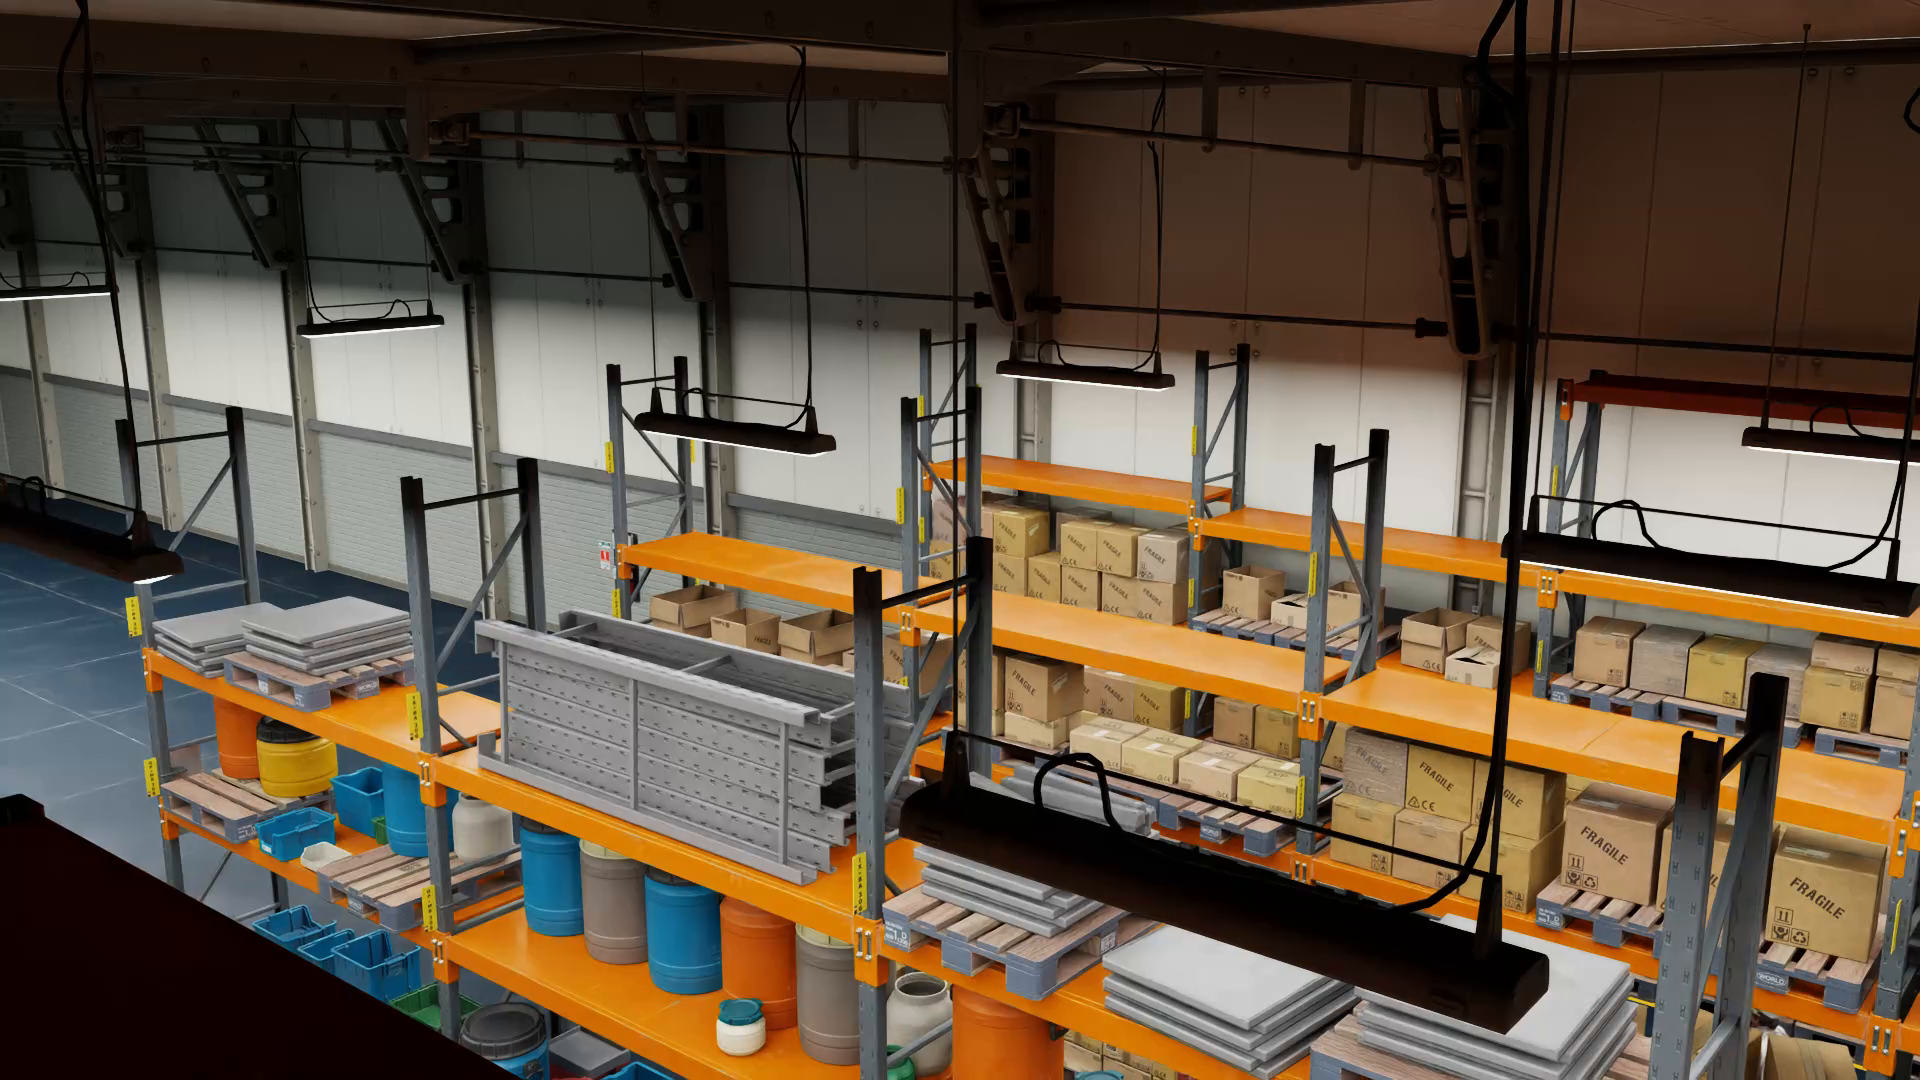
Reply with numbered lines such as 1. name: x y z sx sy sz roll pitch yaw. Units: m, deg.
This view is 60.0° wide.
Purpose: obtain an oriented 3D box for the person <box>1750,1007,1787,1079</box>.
1. person: 6.415 4.405 13.114 0.644 1.602 0.697 -10 16 -38
